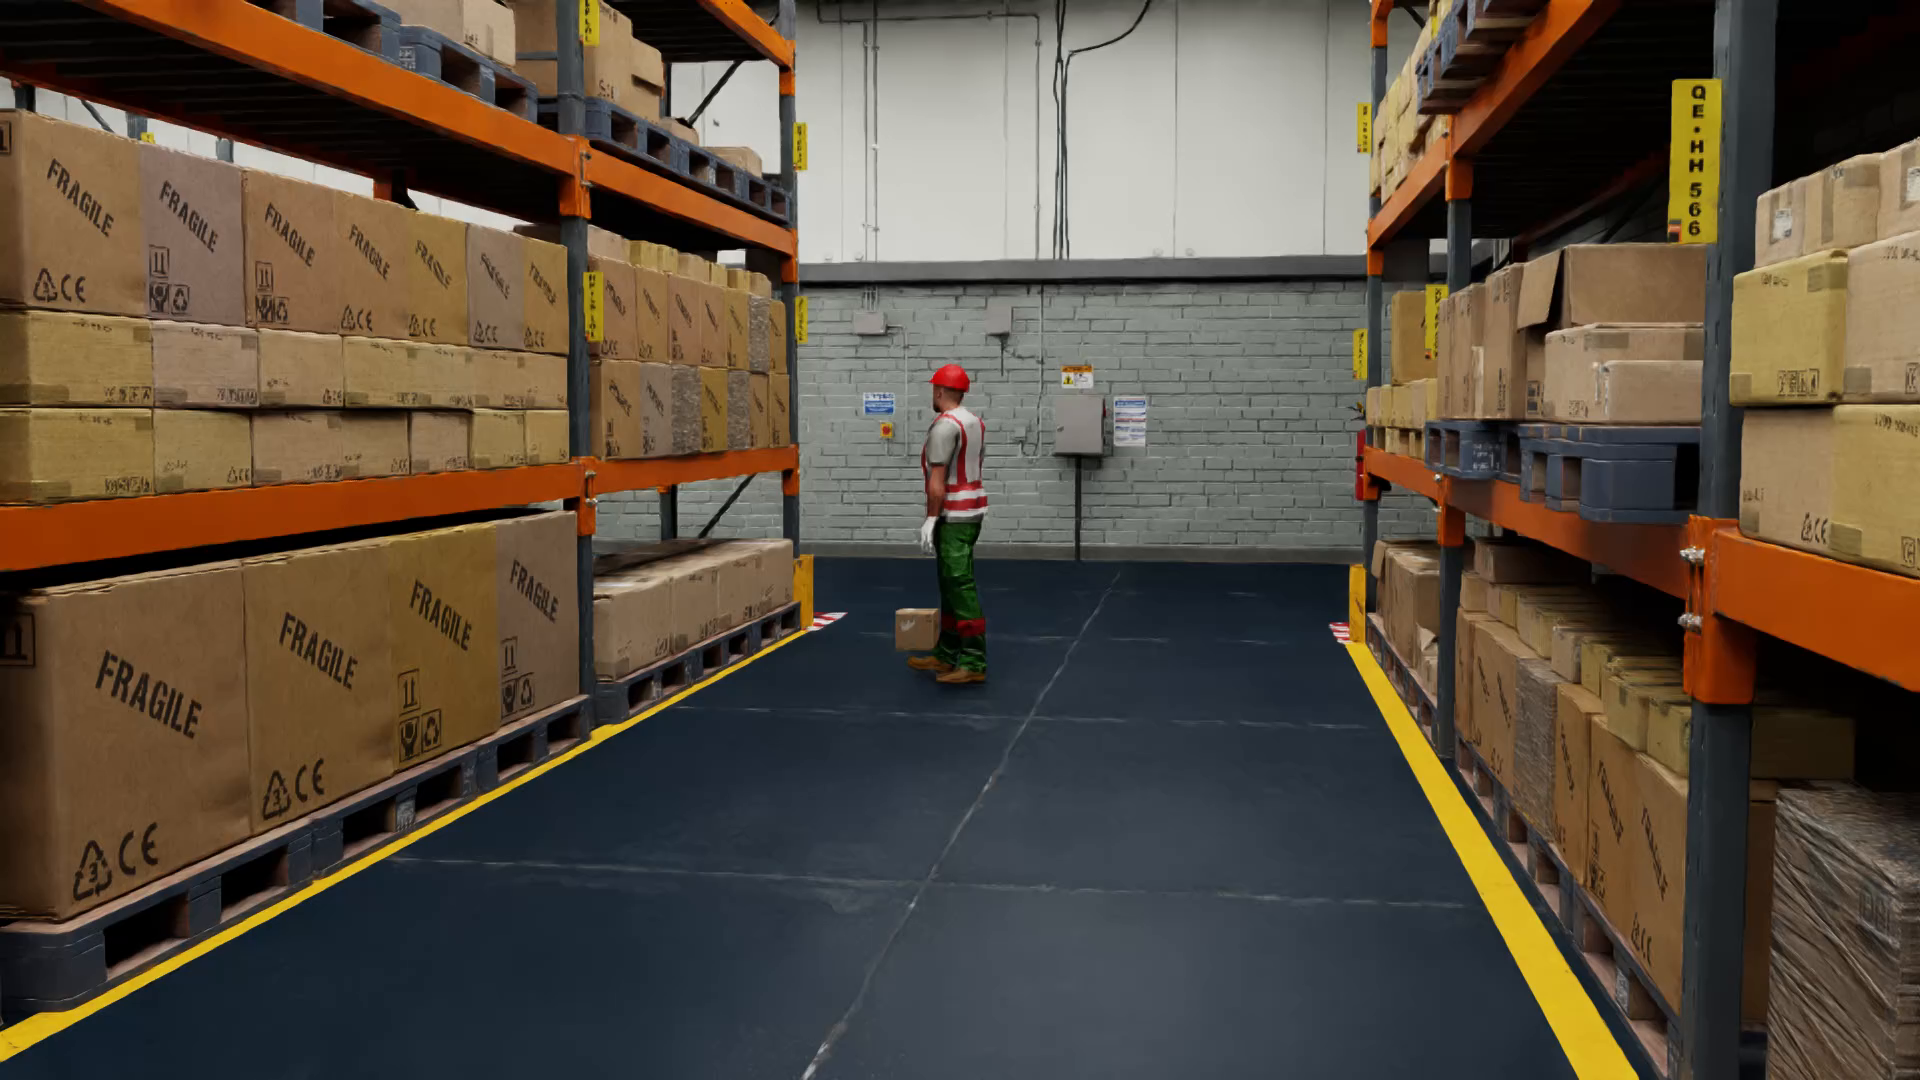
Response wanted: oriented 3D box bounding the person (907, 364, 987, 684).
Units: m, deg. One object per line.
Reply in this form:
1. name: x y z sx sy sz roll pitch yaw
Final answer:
1. person: -0.076 -0.106 9.473 0.577 1.787 0.689 2 5 19
